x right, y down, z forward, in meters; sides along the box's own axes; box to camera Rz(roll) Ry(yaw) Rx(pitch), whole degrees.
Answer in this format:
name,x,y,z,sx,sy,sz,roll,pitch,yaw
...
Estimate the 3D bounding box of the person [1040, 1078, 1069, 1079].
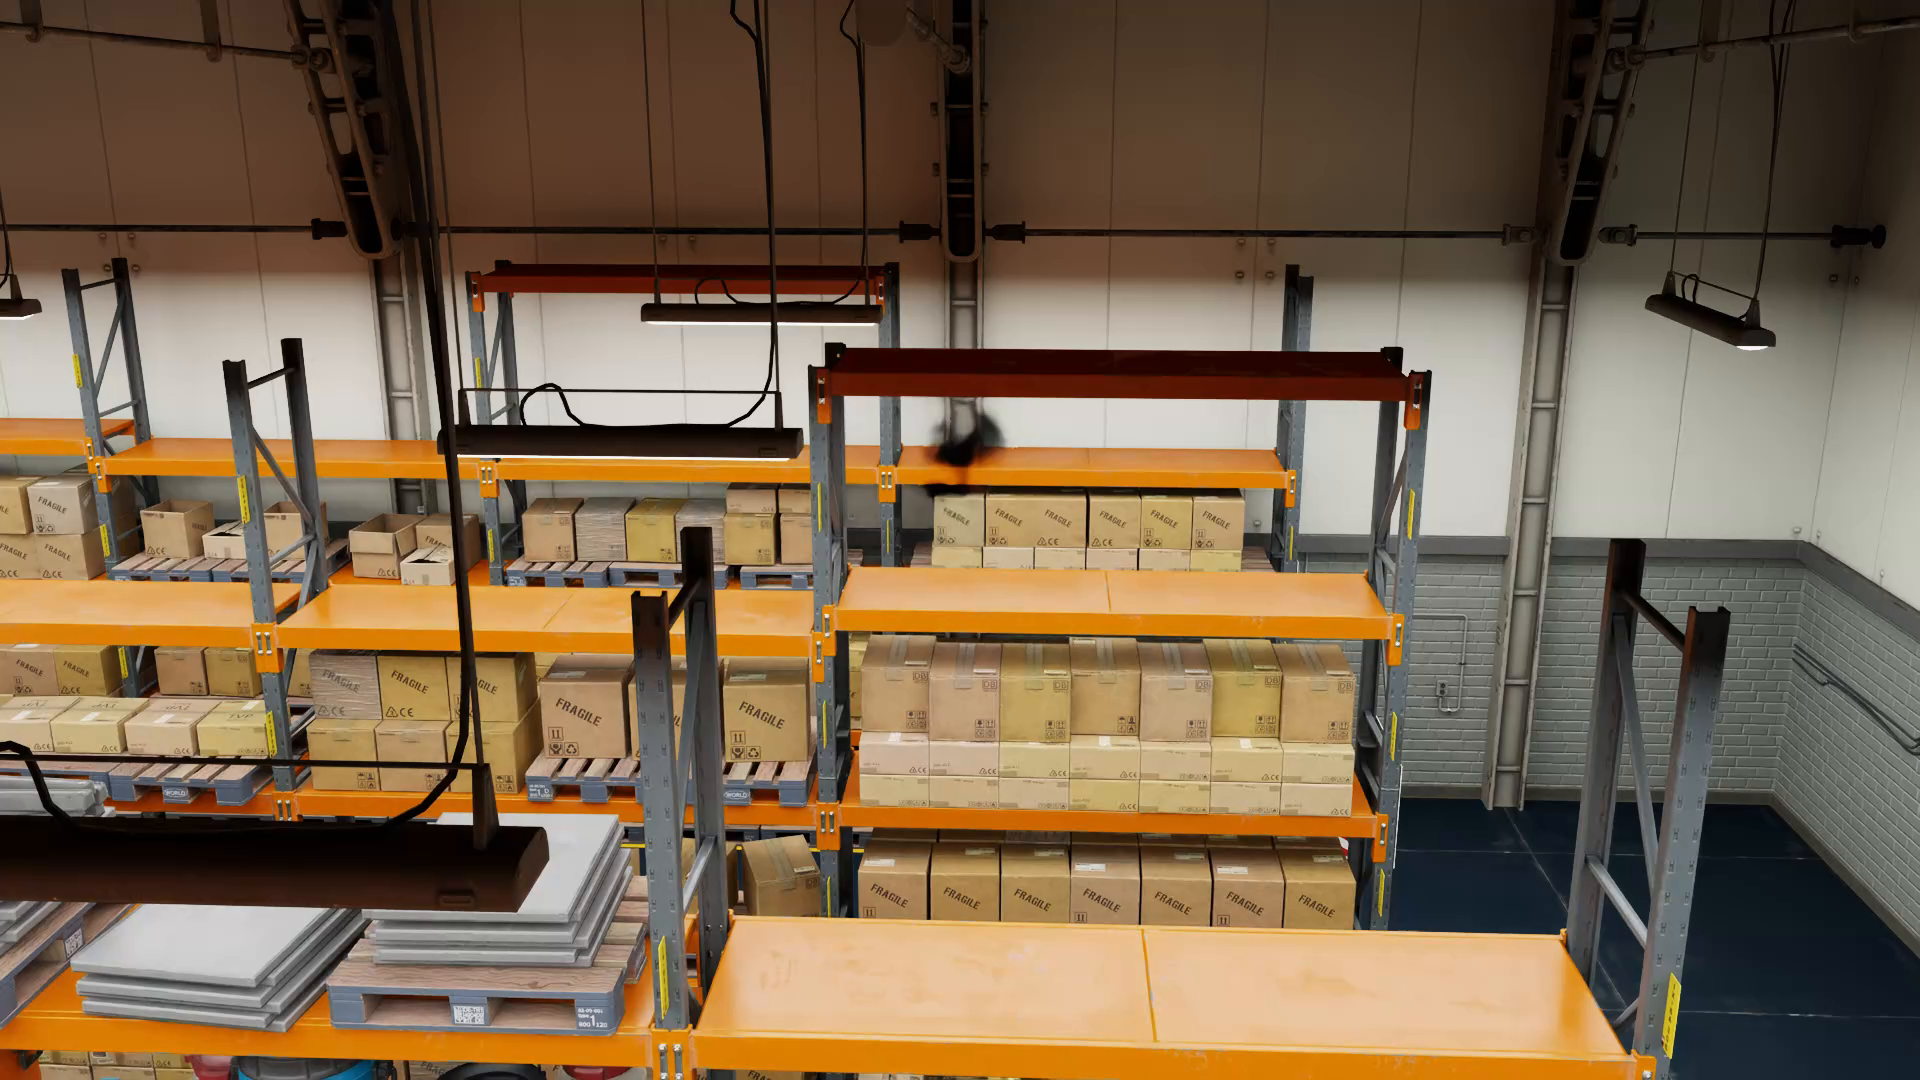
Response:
name,x,y,z,sx,sy,sz,roll,pitch,yaw
person,0.583,4.242,11.023,0.557,1.633,0.588,-2,16,-6
